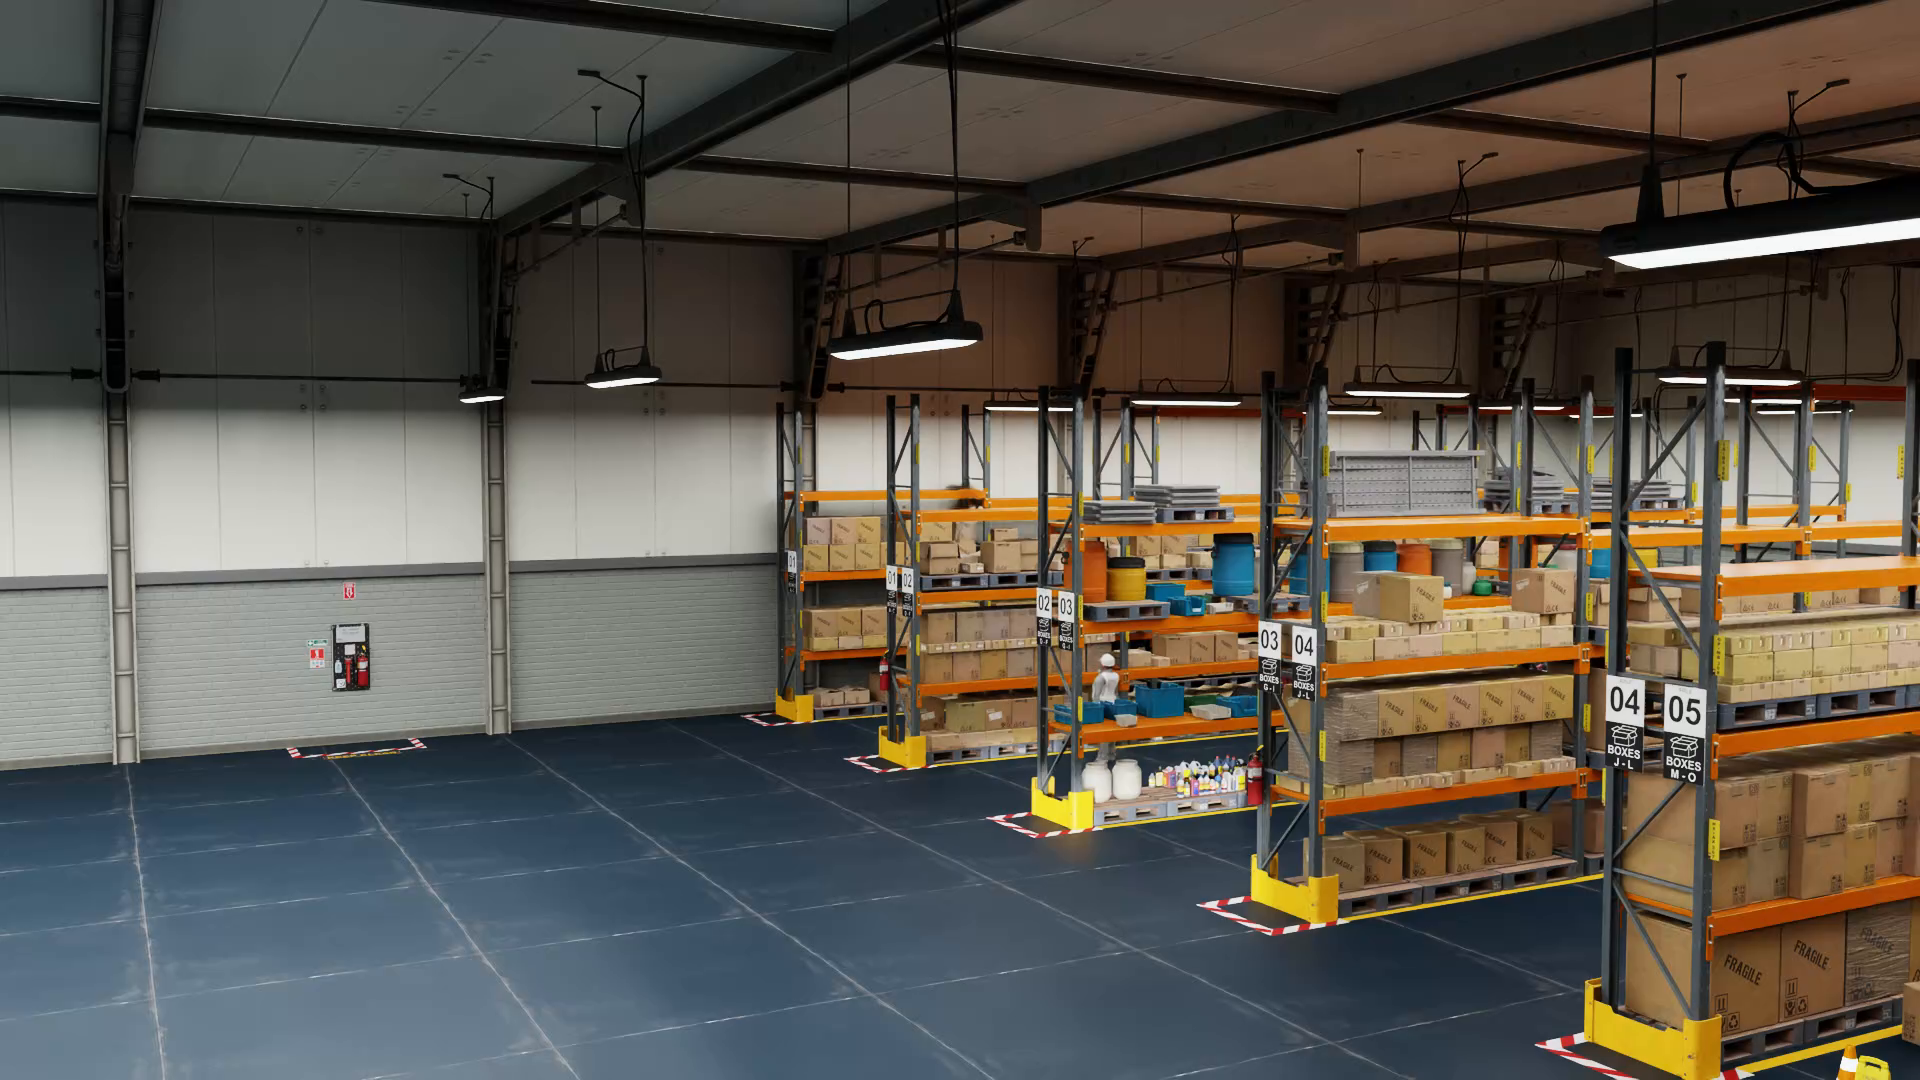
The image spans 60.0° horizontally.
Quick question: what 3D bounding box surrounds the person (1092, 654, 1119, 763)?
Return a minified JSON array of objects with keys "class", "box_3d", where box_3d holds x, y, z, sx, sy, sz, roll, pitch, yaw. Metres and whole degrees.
[{"class":"person","box_3d":[2.358,2.703,27.165,0.415,1.708,0.538,2,4,26]}]
